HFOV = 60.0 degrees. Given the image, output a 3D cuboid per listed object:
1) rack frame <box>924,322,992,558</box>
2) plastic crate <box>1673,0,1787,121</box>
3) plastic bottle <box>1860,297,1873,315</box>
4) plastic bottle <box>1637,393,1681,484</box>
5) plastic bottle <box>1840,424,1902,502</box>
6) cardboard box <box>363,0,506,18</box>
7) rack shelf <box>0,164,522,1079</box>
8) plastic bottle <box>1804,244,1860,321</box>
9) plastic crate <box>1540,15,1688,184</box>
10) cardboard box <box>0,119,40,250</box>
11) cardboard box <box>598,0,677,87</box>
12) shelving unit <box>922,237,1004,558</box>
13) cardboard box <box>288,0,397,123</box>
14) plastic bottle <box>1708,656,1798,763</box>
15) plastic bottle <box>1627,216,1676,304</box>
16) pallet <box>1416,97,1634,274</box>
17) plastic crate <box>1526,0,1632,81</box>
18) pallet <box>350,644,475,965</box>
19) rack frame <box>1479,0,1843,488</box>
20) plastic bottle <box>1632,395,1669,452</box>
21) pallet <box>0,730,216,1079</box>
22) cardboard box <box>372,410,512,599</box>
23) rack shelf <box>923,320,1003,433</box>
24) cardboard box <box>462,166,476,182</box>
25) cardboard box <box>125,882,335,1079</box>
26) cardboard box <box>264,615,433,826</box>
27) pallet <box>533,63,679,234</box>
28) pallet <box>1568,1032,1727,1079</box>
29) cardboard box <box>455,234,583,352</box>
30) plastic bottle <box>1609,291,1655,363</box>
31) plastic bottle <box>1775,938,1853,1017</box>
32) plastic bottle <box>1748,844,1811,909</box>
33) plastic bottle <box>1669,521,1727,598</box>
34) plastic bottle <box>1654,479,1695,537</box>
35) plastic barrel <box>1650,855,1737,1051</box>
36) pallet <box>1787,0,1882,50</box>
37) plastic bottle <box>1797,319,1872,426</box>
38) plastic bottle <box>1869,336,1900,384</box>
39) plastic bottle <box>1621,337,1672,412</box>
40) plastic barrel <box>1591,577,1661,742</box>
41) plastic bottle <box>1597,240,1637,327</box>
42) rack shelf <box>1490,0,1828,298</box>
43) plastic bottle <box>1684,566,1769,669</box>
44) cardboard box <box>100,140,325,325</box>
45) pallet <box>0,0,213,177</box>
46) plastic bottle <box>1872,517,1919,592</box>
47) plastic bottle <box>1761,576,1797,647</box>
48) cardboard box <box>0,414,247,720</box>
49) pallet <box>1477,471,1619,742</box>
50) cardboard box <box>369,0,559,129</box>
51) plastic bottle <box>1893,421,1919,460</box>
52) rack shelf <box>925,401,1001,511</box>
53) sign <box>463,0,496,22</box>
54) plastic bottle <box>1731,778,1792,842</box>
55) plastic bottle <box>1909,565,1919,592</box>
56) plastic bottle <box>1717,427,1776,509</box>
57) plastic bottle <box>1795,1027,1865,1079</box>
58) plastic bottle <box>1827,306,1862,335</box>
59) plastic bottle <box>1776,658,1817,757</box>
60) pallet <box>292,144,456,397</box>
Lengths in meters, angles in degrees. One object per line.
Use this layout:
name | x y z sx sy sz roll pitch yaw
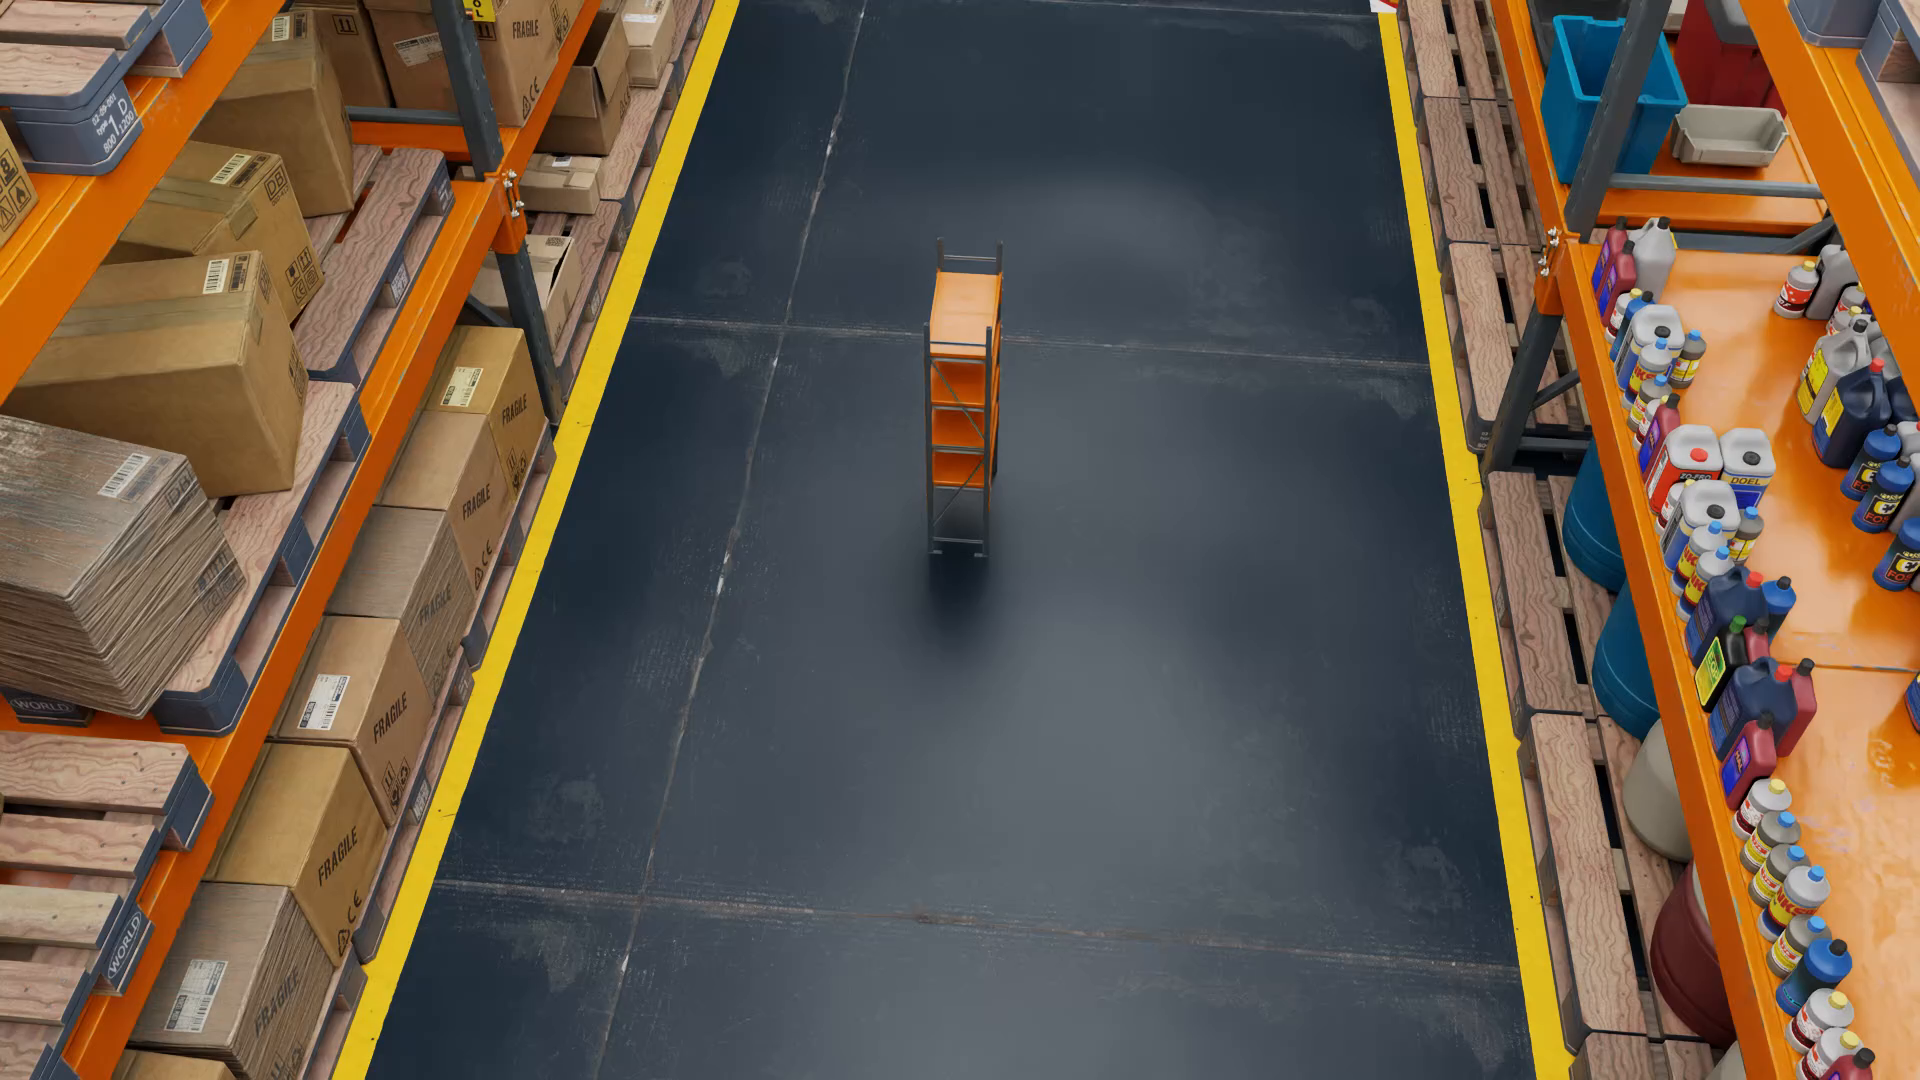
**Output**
rack frame | -0.007 -0.347 6.280 0.240 1.200 0.015 4 48 4
plastic crate | 3.028 -1.925 6.420 0.402 0.464 0.583 4 48 4
plastic bottle | 3.008 -0.720 5.481 0.061 0.283 0.133 4 48 4
plastic bottle | 2.158 -0.311 5.107 0.061 0.283 0.133 4 48 4
plastic bottle | 2.778 -0.245 5.054 0.097 0.271 0.097 0 48 0
cardboard box | -1.912 -2.279 6.082 0.500 0.500 0.500 5 48 5
rack shelf | -2.417 0.132 5.110 1.077 0.370 4.000 4 48 4
plastic bottle | 2.983 -0.891 5.642 0.152 0.276 0.135 4 48 4
plastic crate | 2.400 -1.625 6.200 0.392 0.384 0.575 4 48 4
cardboard box | -2.500 -0.766 3.344 0.910 0.500 0.500 4 48 4
cardboard box | -1.791 -2.628 8.712 0.500 0.250 0.500 4 48 4
shelving unit | 0.015 -0.527 6.444 0.258 1.200 0.503 4 48 4
cardboard box | -2.445 -1.998 6.503 0.500 0.500 0.500 5 48 4
plastic bottle | 2.105 0.432 4.382 0.144 0.351 0.185 4 48 4
plastic bottle | 2.339 -0.961 5.655 0.144 0.351 0.185 4 48 4
pallet | 2.834 -1.745 8.229 1.003 0.211 1.213 4 48 4
plastic crate | 2.532 -2.012 6.729 0.437 0.125 0.590 4 48 4
pallet | -2.380 0.860 5.846 1.003 0.211 1.213 4 48 4
rack frame | 2.697 -1.244 5.881 1.000 3.000 0.127 4 48 4
plastic bottle | 2.187 -0.367 5.214 0.097 0.201 0.097 0 48 0
pallet | -2.608 0.921 4.031 1.213 0.211 1.003 4 48 4
cardboard box | -2.048 -0.140 6.267 0.500 0.500 0.500 4 48 4
rack shelf | 0.015 -0.632 6.329 0.258 0.148 0.480 4 48 4
cardboard box | -2.397 -1.810 7.923 0.500 0.311 0.500 4 48 4
cardboard box | -2.231 1.354 4.900 0.500 0.500 0.500 2 48 2
cardboard box | -2.138 0.602 5.588 0.500 0.500 0.500 2 48 2
pallet | -2.063 -2.042 8.501 1.003 0.211 1.213 4 48 4
pallet | 2.363 2.054 4.754 1.003 0.211 1.213 4 48 4
cardboard box | -1.981 -1.115 7.287 0.500 0.311 0.500 4 48 4
plastic bottle | 2.226 -0.704 5.475 0.097 0.271 0.097 0 48 0
plastic bottle | 2.012 1.016 3.901 0.097 0.271 0.097 0 48 0
plastic bottle | 2.039 0.826 4.123 0.097 0.201 0.097 0 48 0
plastic bottle | 2.132 0.048 4.786 0.097 0.271 0.097 0 48 0
plastic bottle | 2.153 -0.099 4.968 0.097 0.201 0.097 0 48 0
plastic barrel | 2.463 1.177 5.016 0.600 0.588 0.708 4 48 4
pallet | 2.723 -1.610 4.311 1.213 0.211 1.003 4 48 4
plastic bottle | 2.796 -0.540 5.270 0.144 0.351 0.185 4 48 4
plastic bottle | 2.939 -0.530 5.261 0.144 0.351 0.185 4 48 4
plastic bottle | 2.205 -0.534 5.319 0.097 0.271 0.097 0 48 0
plastic barrel | 2.566 0.241 5.660 0.600 0.901 0.708 4 48 4
plastic bottle | 2.227 -0.866 5.614 0.061 0.283 0.133 4 48 4
rack shelf | 2.880 -2.471 7.491 1.077 0.370 4.000 4 48 4
plastic bottle | 2.134 0.198 4.595 0.144 0.351 0.185 4 48 4
cardboard box | -2.501 -0.913 5.226 0.700 0.500 0.500 11 48 10
pallet | -2.456 -1.292 4.020 1.213 0.211 1.003 4 48 4
plastic bottle | 2.745 0.024 4.808 0.097 0.271 0.097 0 48 0
plastic bottle | 2.258 0.201 4.647 0.097 0.271 0.097 0 48 0
cardboard box | -2.381 0.054 4.341 0.700 0.500 0.500 12 49 11
pallet | 2.585 0.261 6.394 1.003 0.211 1.213 4 48 4
cardboard box | -1.917 -1.970 6.477 0.500 0.500 0.500 5 48 5
plastic bottle | 2.904 -0.252 5.058 0.152 0.276 0.135 4 48 4
rack shelf | 0.015 -0.347 6.641 0.258 0.148 0.480 4 48 4
sign | -1.682 -1.936 5.729 0.100 0.325 0.005 4 48 4
plastic bottle | 2.057 0.682 4.254 0.097 0.201 0.097 0 48 0
plastic bottle | 2.871 0.017 4.811 0.152 0.276 0.135 4 48 4
plastic bottle | 2.343 -0.197 5.008 0.152 0.276 0.135 4 48 4
plastic bottle | 1.994 1.183 3.796 0.097 0.201 0.097 0 48 0
plastic bottle | 2.927 -0.685 5.504 0.097 0.201 0.097 0 48 0
plastic bottle | 2.209 0.443 4.417 0.061 0.283 0.133 4 48 4
pallet | -2.417 -0.935 5.729 1.003 0.211 1.213 4 48 4
